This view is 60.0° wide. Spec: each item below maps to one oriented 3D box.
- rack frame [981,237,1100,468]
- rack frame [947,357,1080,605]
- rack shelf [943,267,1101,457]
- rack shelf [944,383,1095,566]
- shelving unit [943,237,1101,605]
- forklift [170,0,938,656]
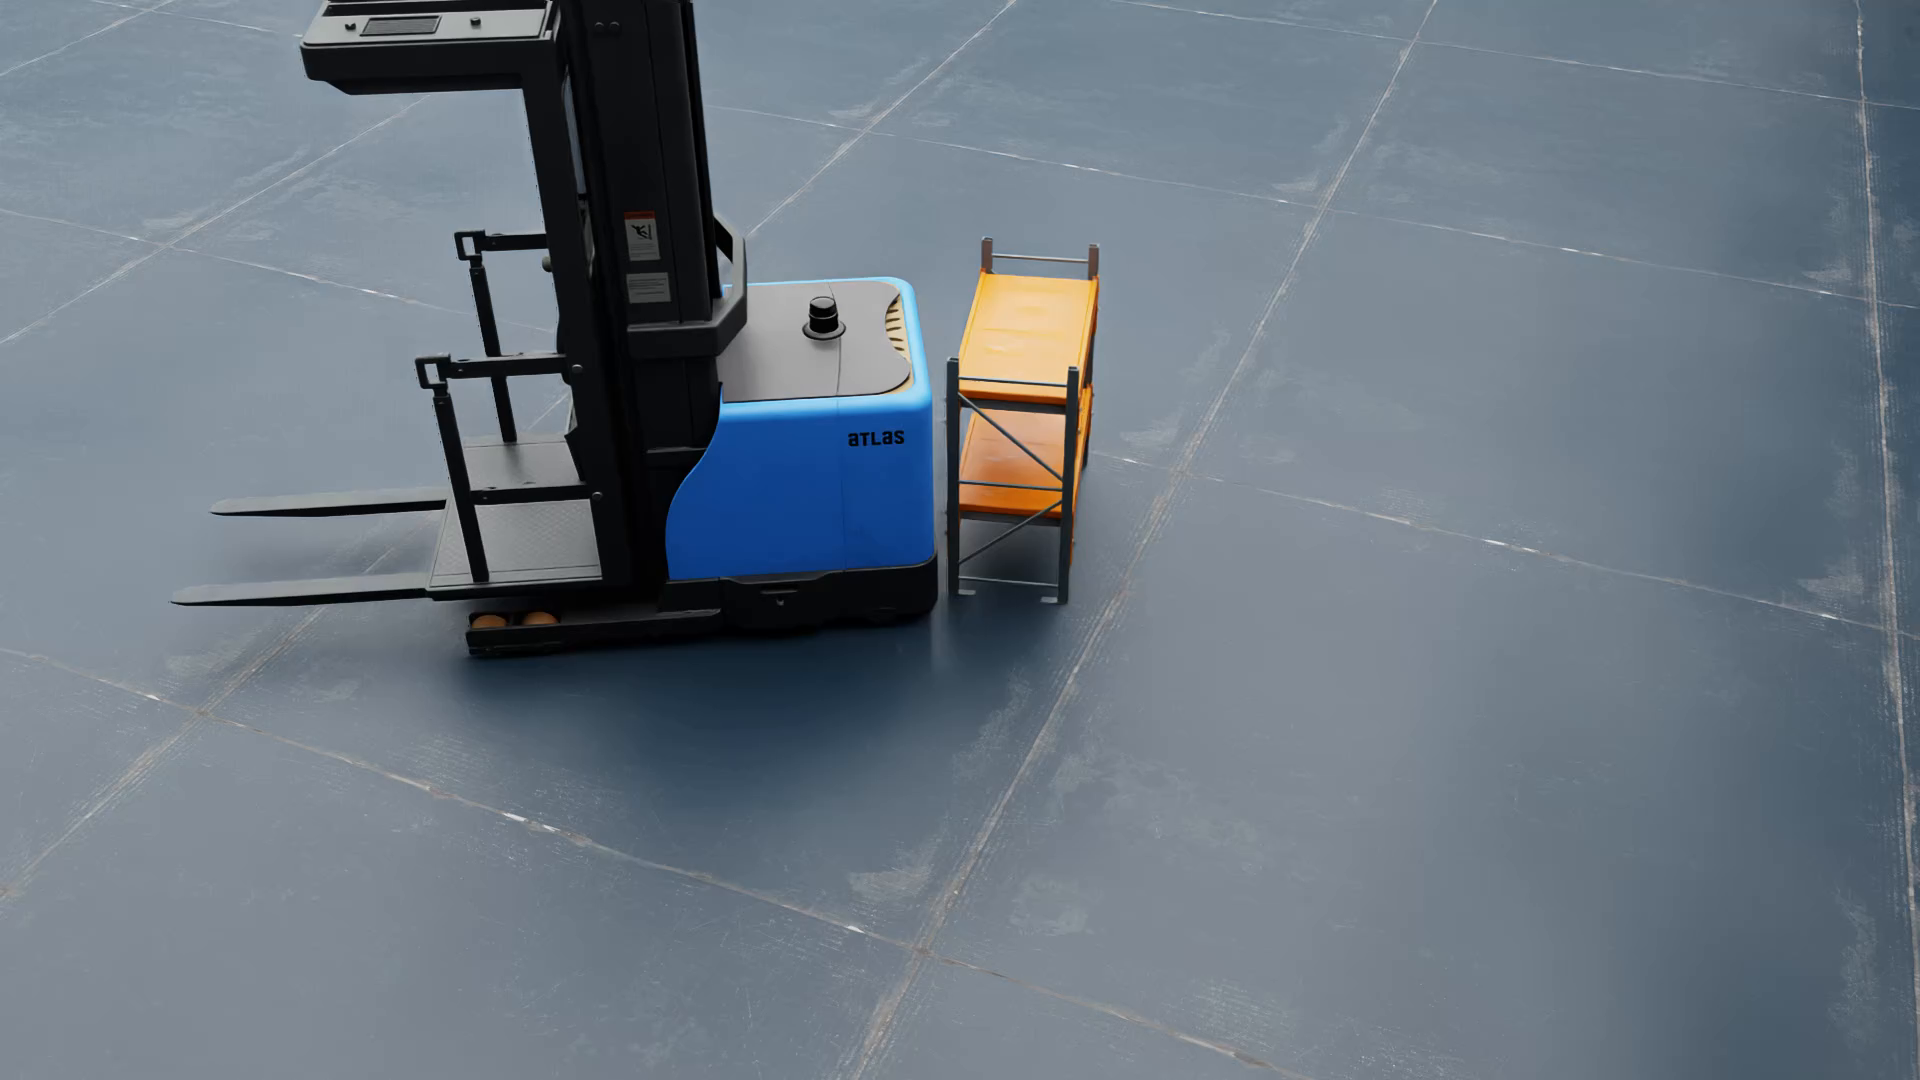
[{"bbox_3d":[0.342,-0.816,7.402,0.500,1.125,0.032,5,37,6],"label":"rack frame"},{"bbox_3d":[0.200,-0.213,6.596,0.500,1.125,0.032,5,37,6],"label":"rack frame"},{"bbox_3d":[0.271,-0.749,6.823,0.538,0.278,1.000,5,37,6],"label":"rack shelf"},{"bbox_3d":[0.271,-0.319,7.145,0.538,0.278,1.000,5,37,6],"label":"rack shelf"},{"bbox_3d":[0.271,-0.514,6.999,0.538,1.125,1.048,5,37,6],"label":"shelving unit"},{"bbox_3d":[-1.641,-1.043,6.198,3.031,2.935,1.130,-4,37,-5],"label":"forklift"}]
